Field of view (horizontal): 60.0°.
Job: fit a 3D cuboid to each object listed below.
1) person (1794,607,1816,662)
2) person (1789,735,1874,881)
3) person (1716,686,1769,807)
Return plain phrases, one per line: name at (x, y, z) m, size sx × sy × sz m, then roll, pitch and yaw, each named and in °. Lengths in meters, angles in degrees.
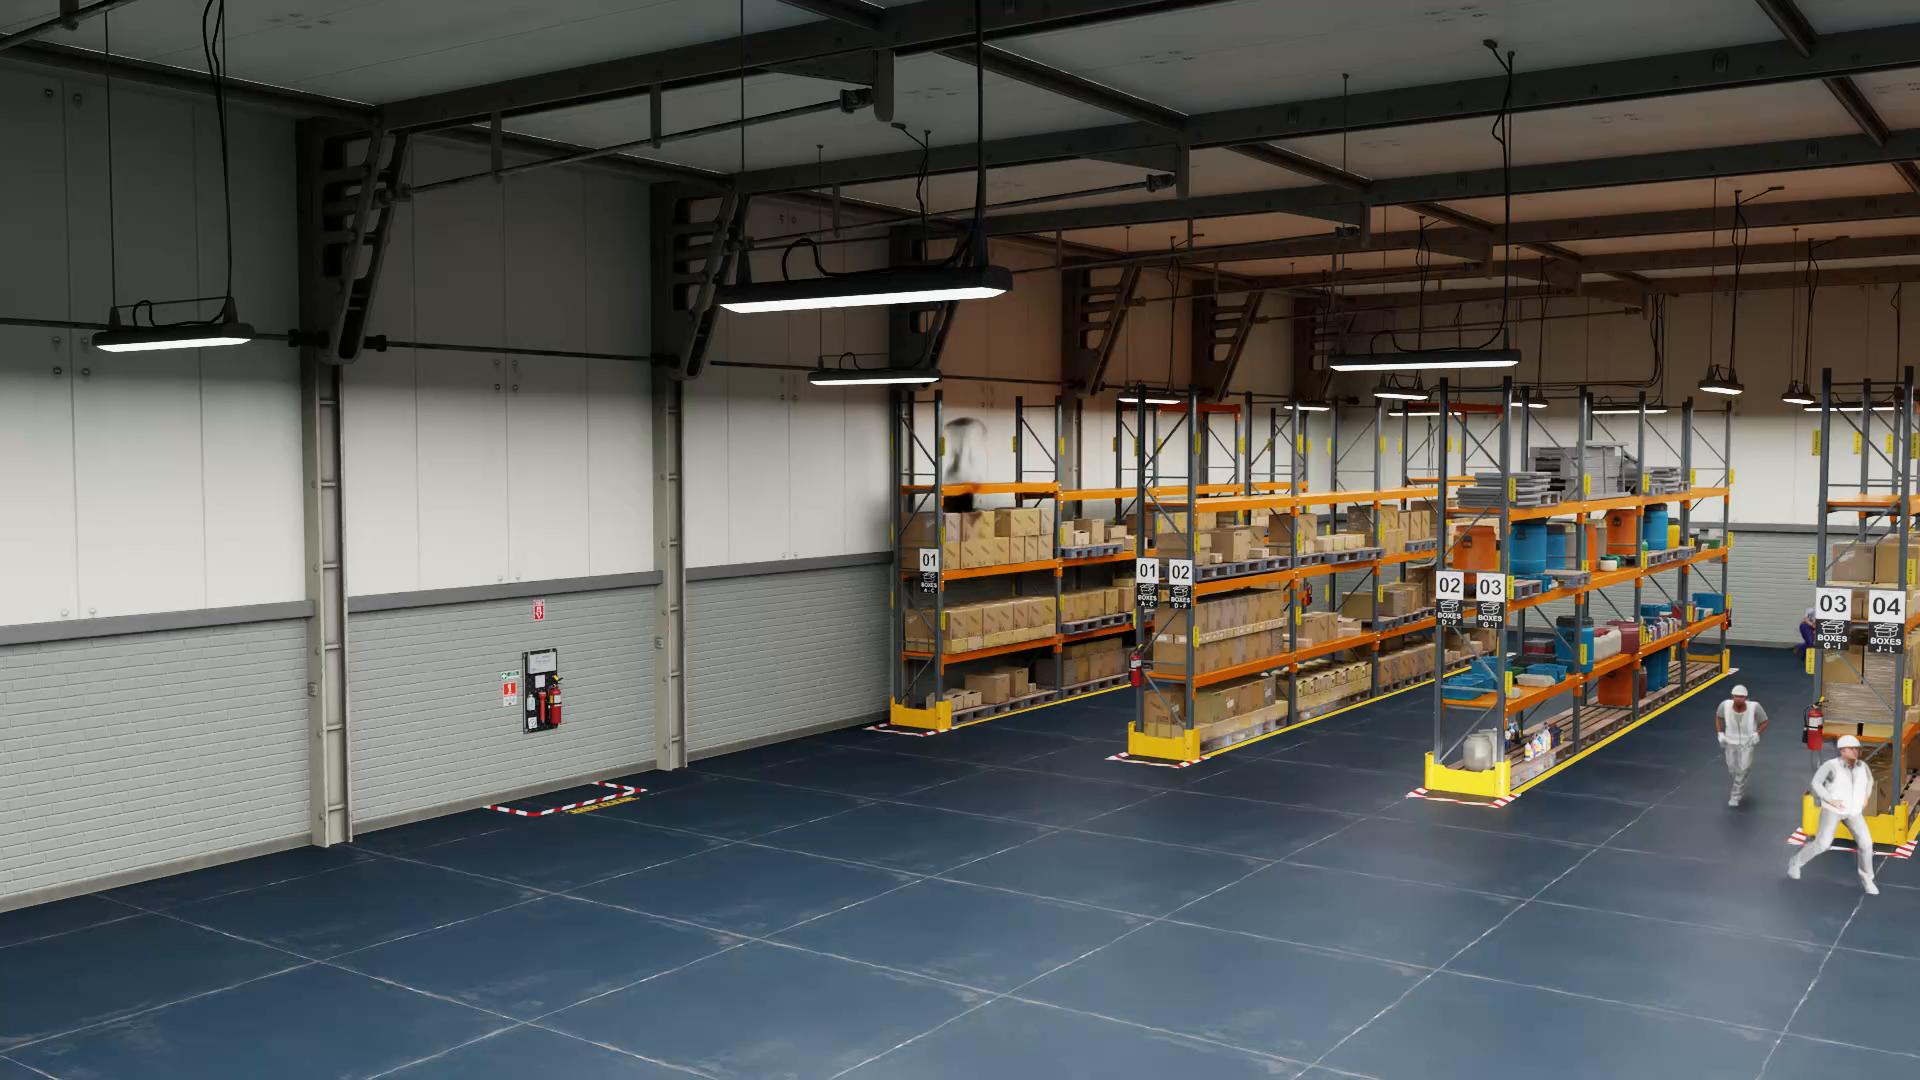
person at (19.710, 2.178, 38.628) m, size 0.595 × 1.348 × 0.704 m, roll -1°, pitch 4°, yaw -24°
person at (9.996, 3.013, 18.881) m, size 0.830 × 1.631 × 0.691 m, roll 0°, pitch 3°, yaw -4°
person at (10.953, 2.858, 23.293) m, size 0.681 × 1.715 × 0.876 m, roll 2°, pitch 4°, yaw 30°
